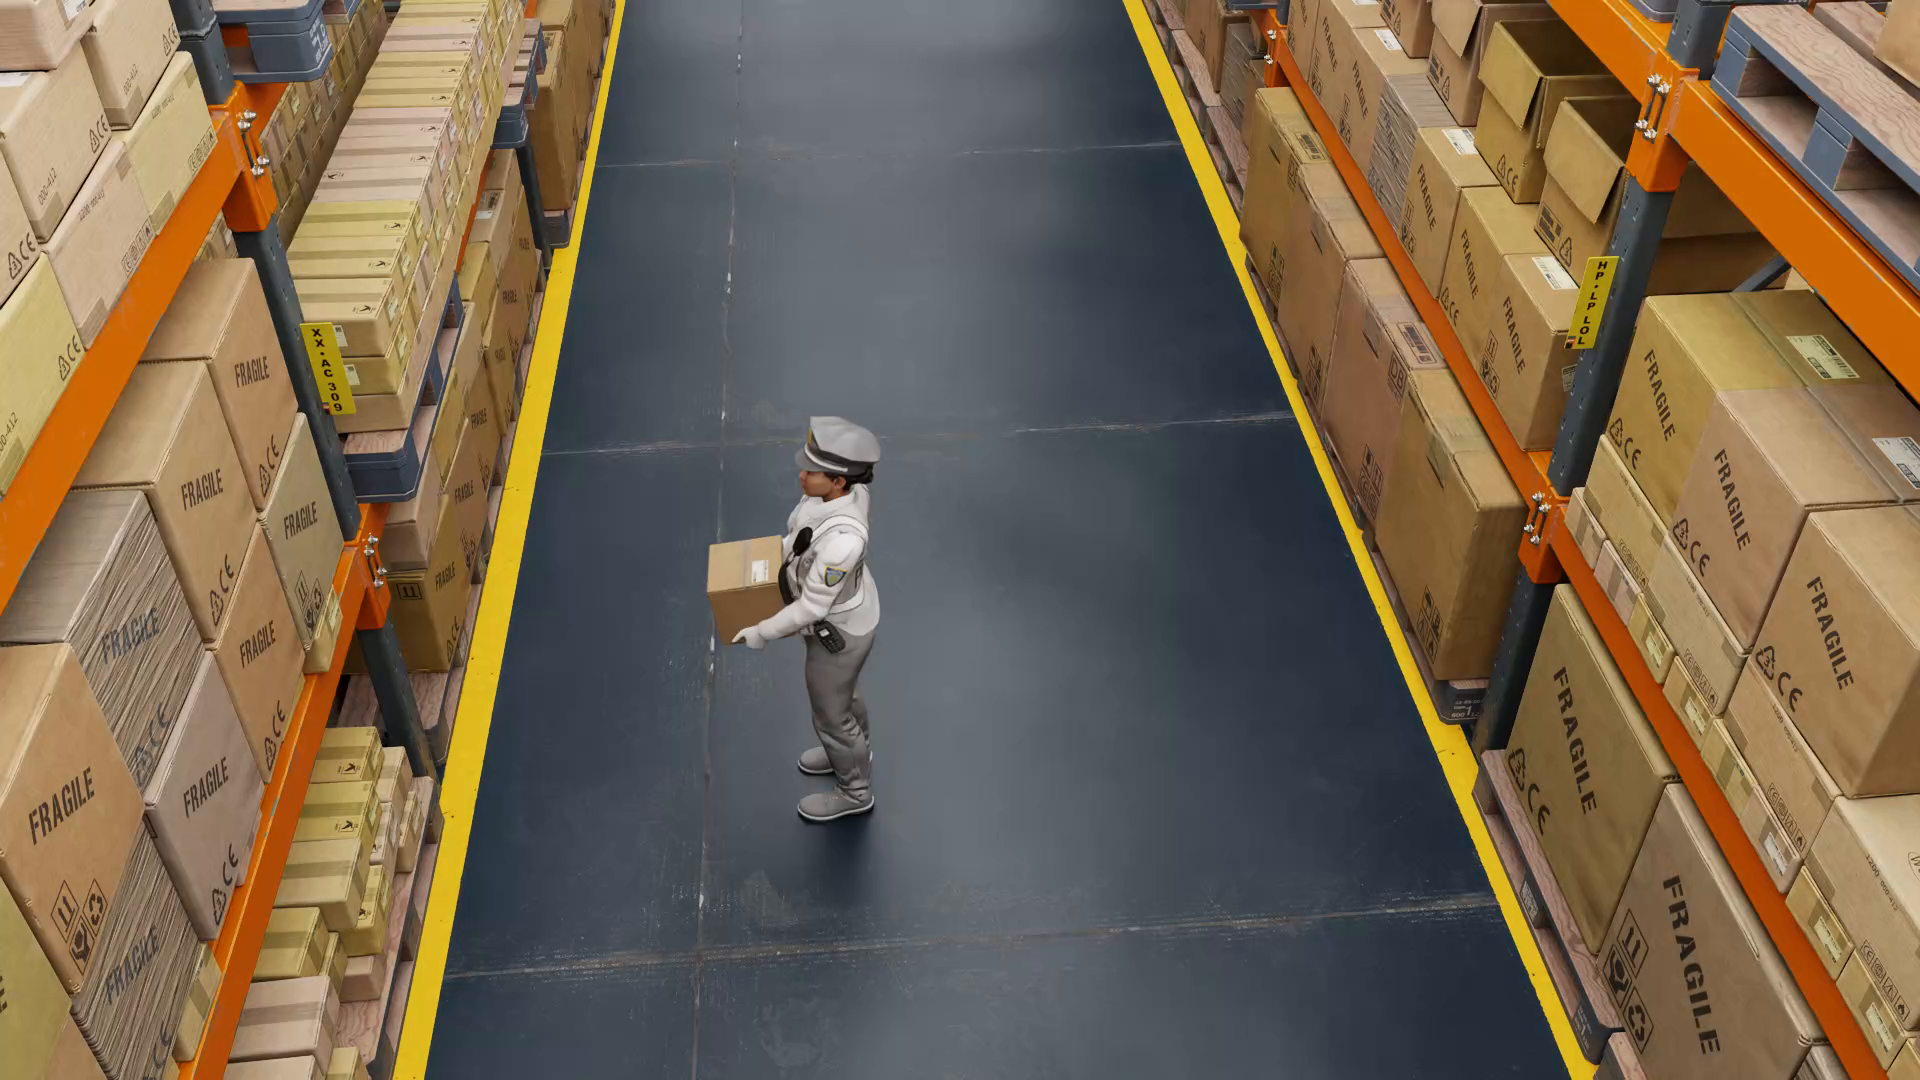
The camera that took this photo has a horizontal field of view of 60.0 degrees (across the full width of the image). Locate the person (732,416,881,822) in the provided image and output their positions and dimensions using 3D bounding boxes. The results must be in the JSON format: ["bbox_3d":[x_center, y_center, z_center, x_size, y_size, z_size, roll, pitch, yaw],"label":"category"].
[{"bbox_3d":[-0.519,0.286,5.789,0.532,1.690,0.459,-3,39,-4],"label":"person"}]
